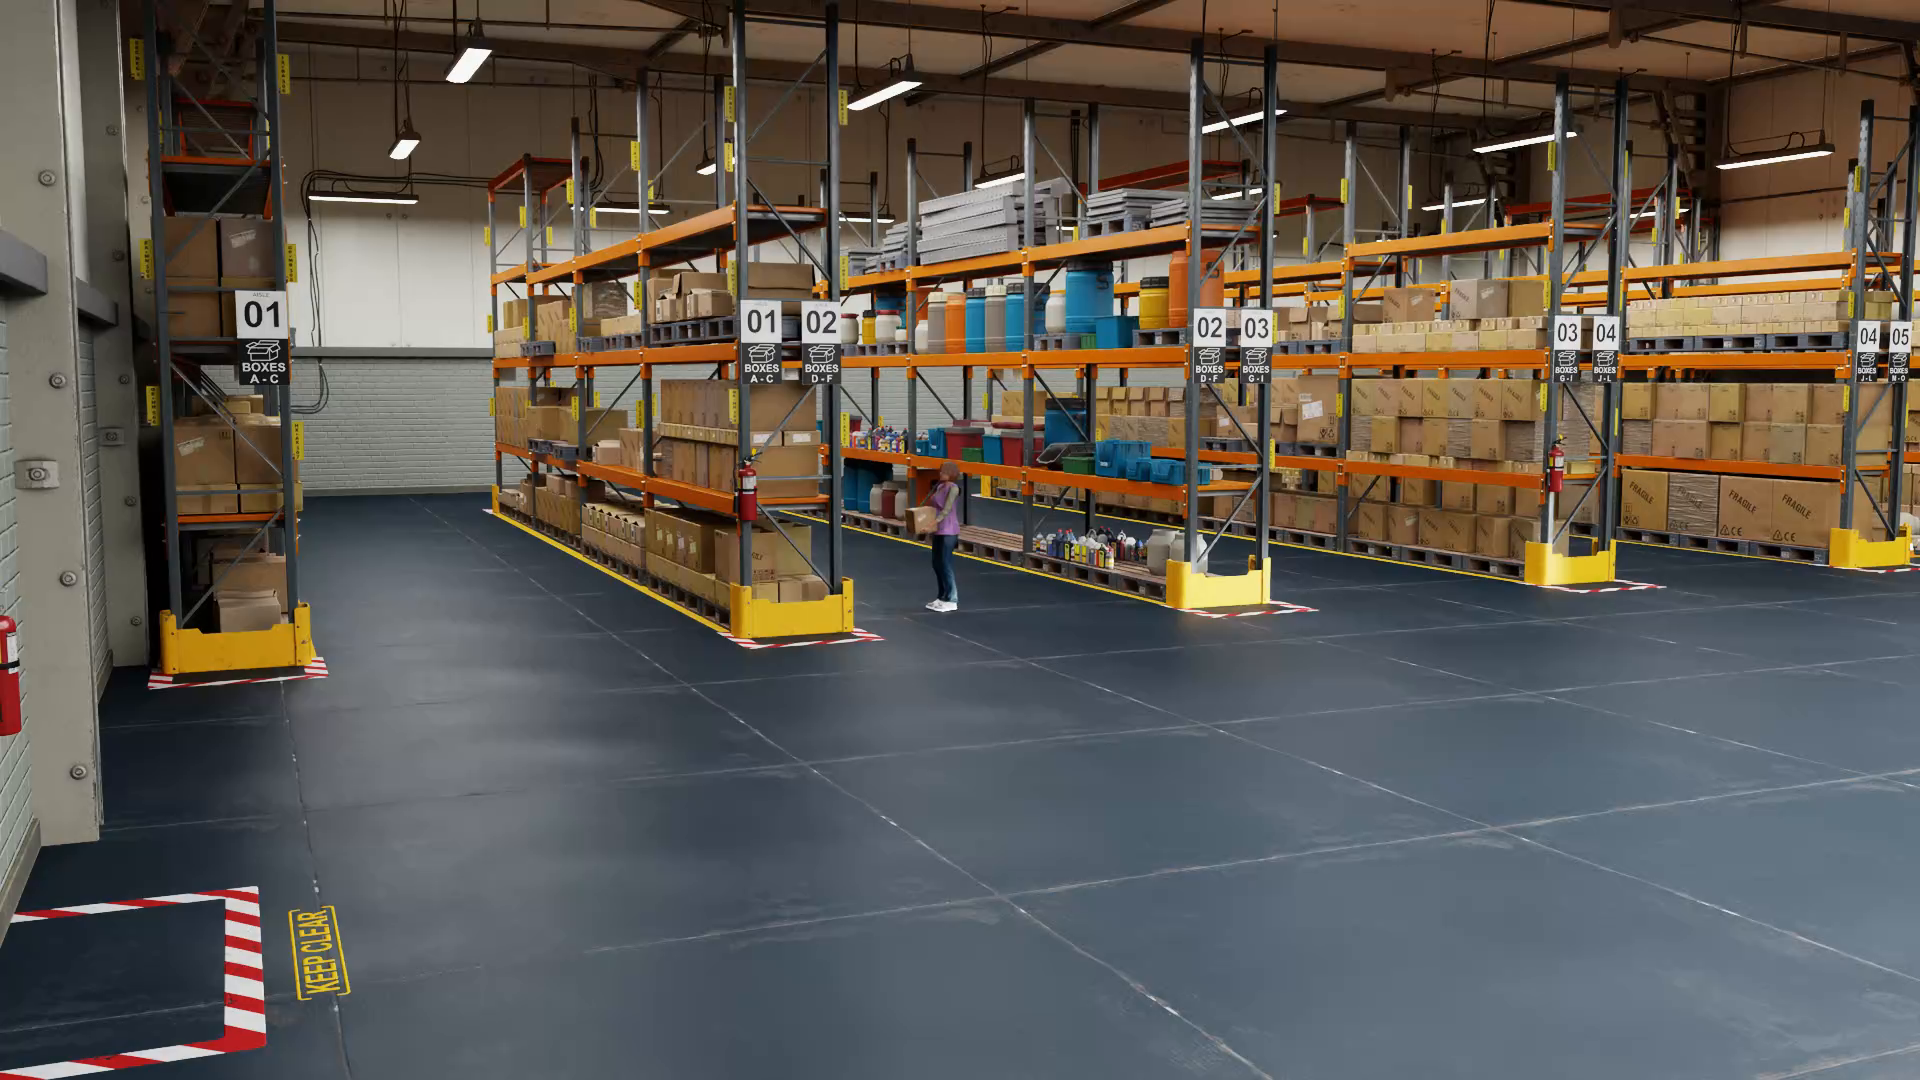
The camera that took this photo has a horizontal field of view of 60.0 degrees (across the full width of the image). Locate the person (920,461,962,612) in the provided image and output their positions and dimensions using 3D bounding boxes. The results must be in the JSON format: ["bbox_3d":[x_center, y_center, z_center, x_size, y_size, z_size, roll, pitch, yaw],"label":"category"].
[{"bbox_3d":[-0.243,-0.041,17.659,0.500,1.588,0.407,-2,6,-24],"label":"person"}]
